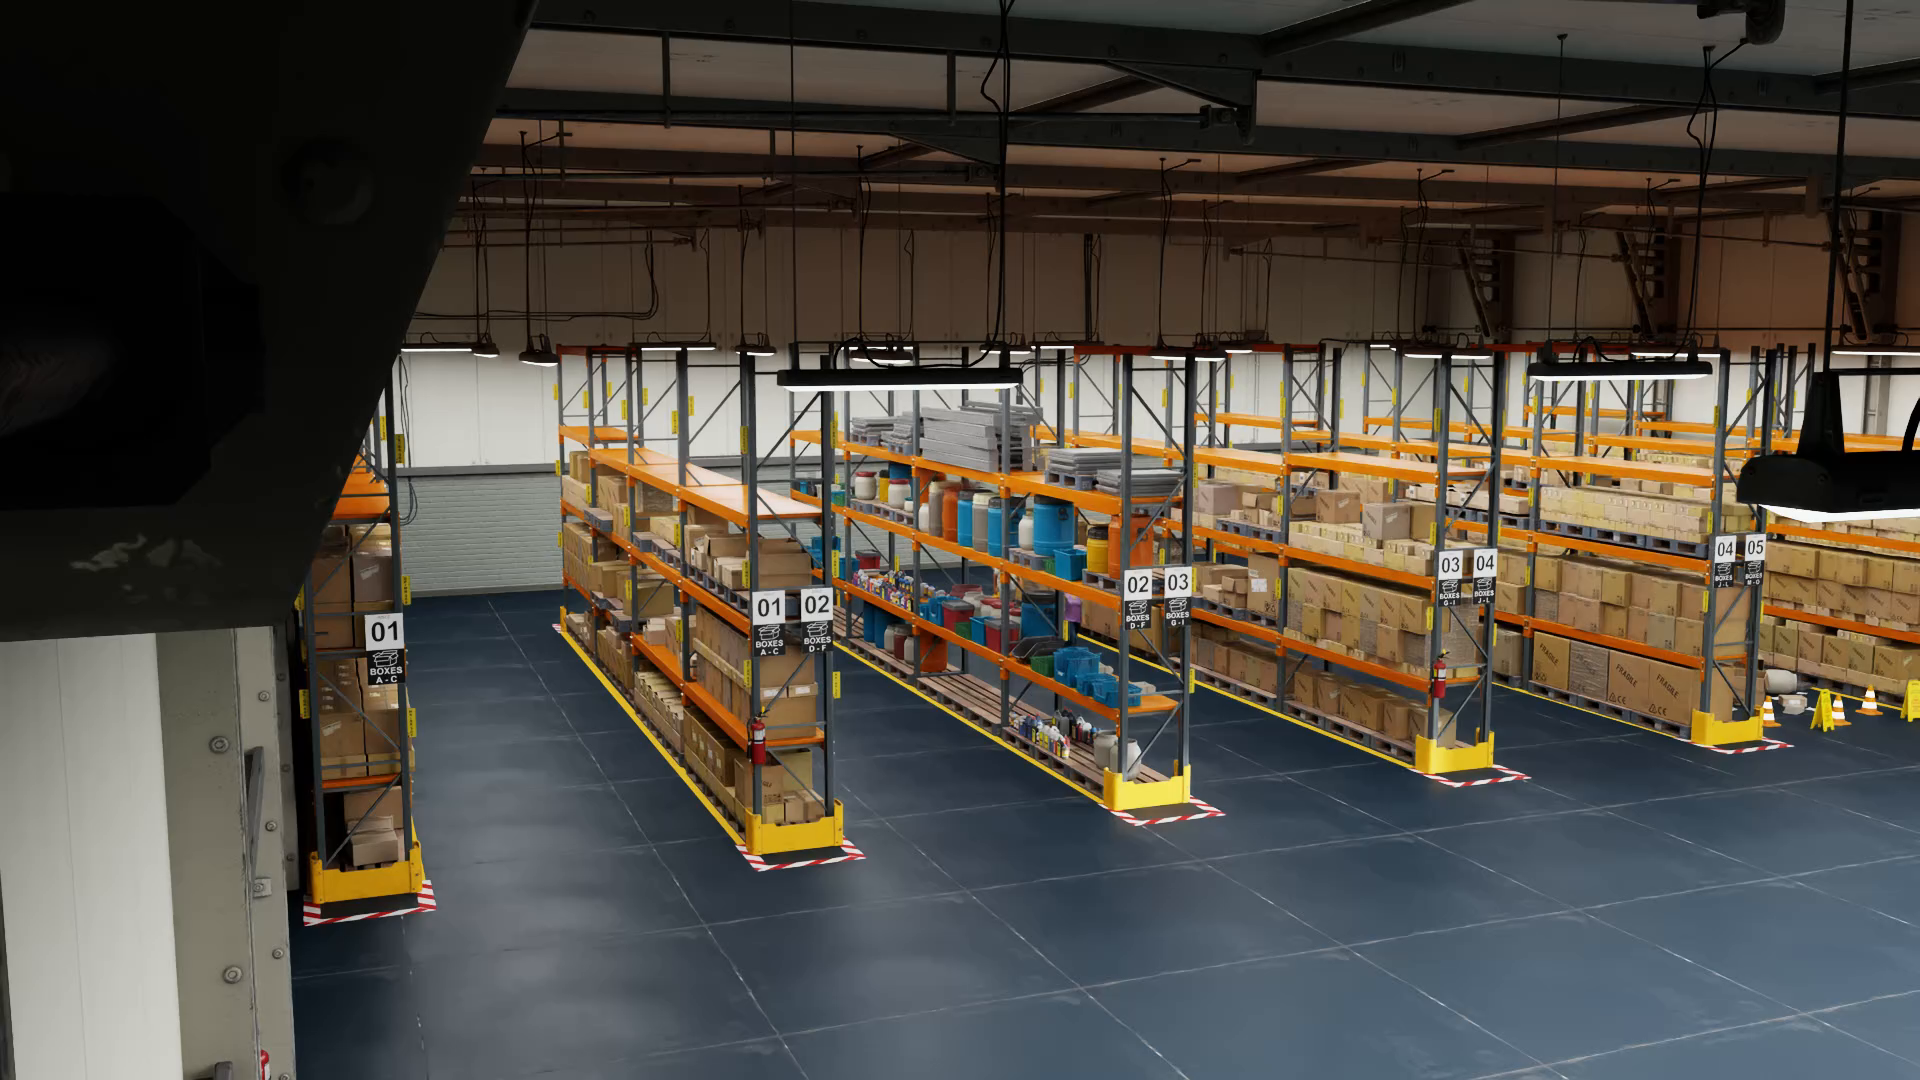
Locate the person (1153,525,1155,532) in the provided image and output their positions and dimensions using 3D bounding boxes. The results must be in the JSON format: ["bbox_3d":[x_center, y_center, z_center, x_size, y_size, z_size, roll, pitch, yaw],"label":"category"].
[{"bbox_3d":[4.570,0.387,40.115,0.572,1.674,0.998,-1,7,-5],"label":"person"}]

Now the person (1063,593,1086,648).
[{"bbox_3d":[2.162,1.584,31.601,0.401,1.441,0.972,-3,8,-23],"label":"person"}]

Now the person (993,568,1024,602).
[{"bbox_3d":[1.035,0.997,35.178,0.553,1.708,1.078,-3,8,-24],"label":"person"}]
